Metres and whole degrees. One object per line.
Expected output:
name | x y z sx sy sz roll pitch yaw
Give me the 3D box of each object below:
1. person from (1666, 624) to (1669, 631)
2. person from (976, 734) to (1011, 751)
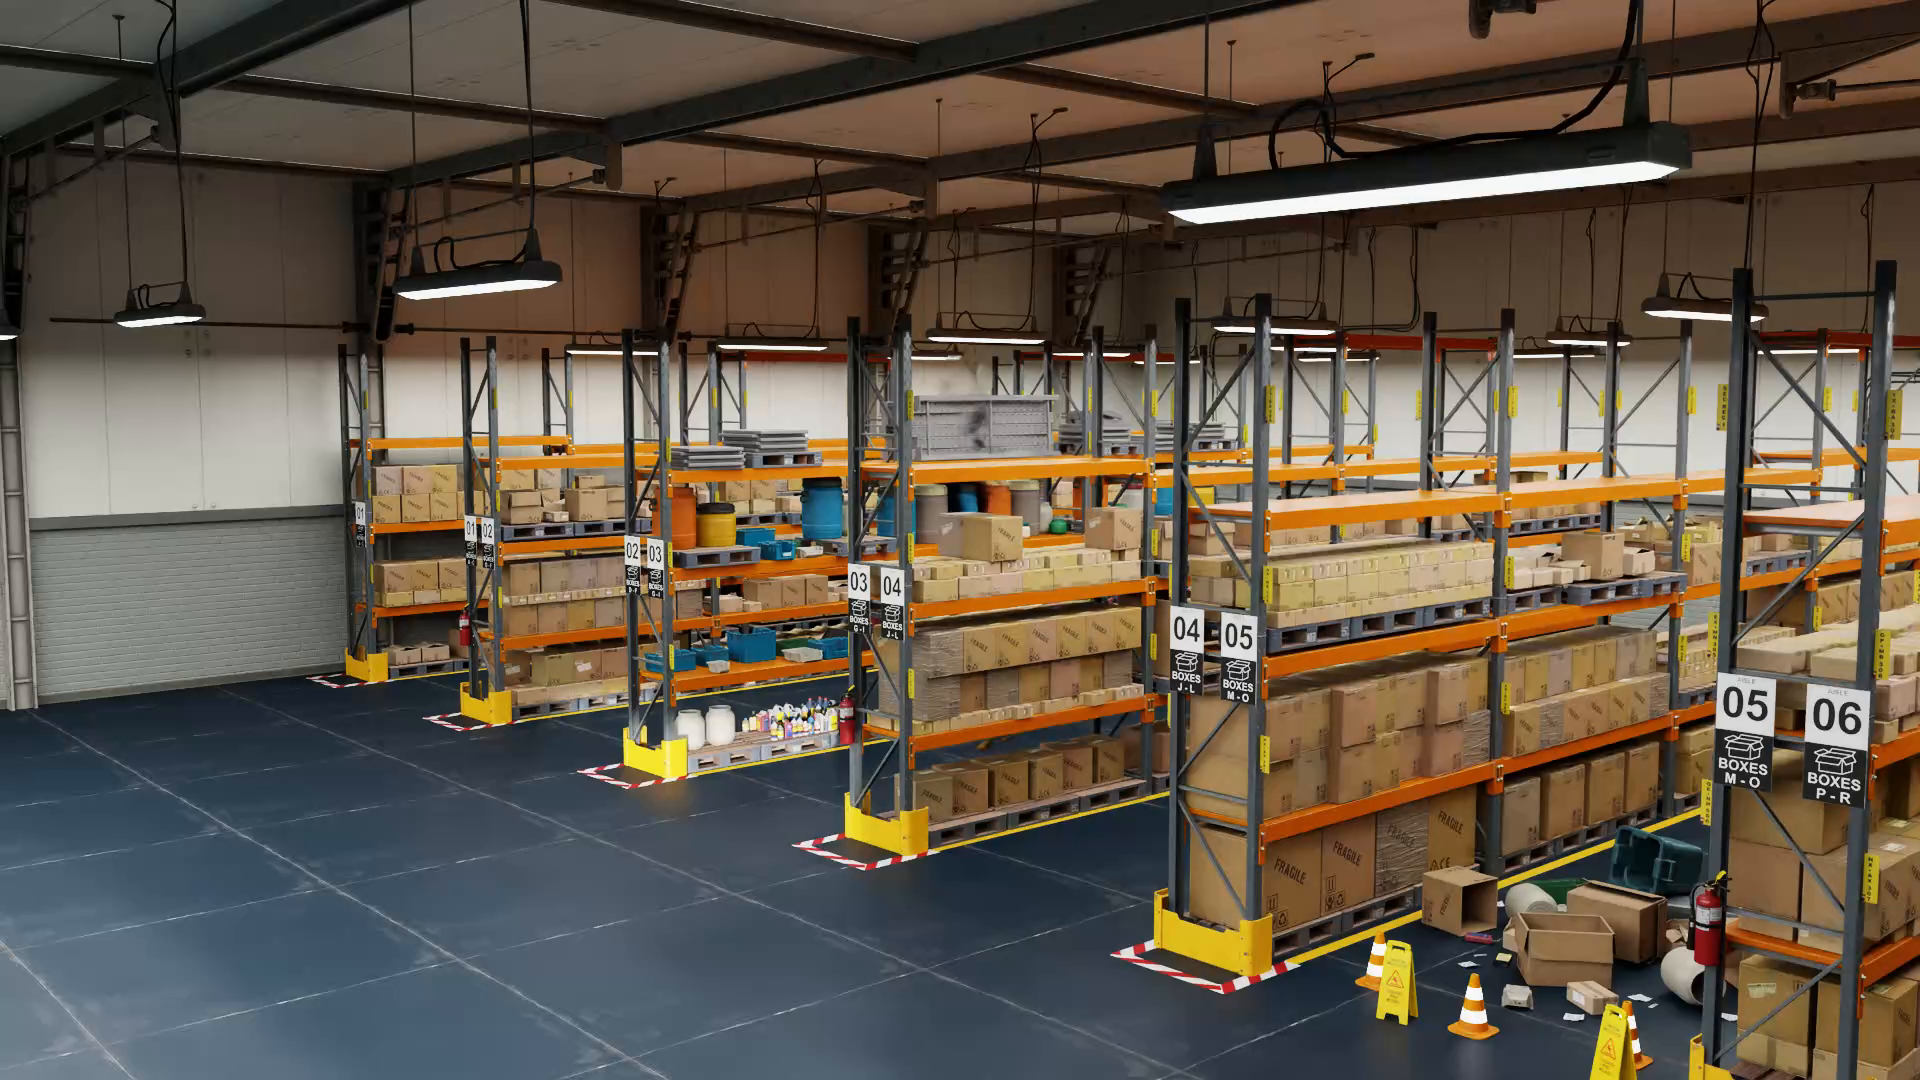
person | 10.822 2.081 25.016 0.884 1.760 0.694 -5 7 -42
person | 0.483 1.945 22.737 0.653 1.780 0.879 4 6 37
